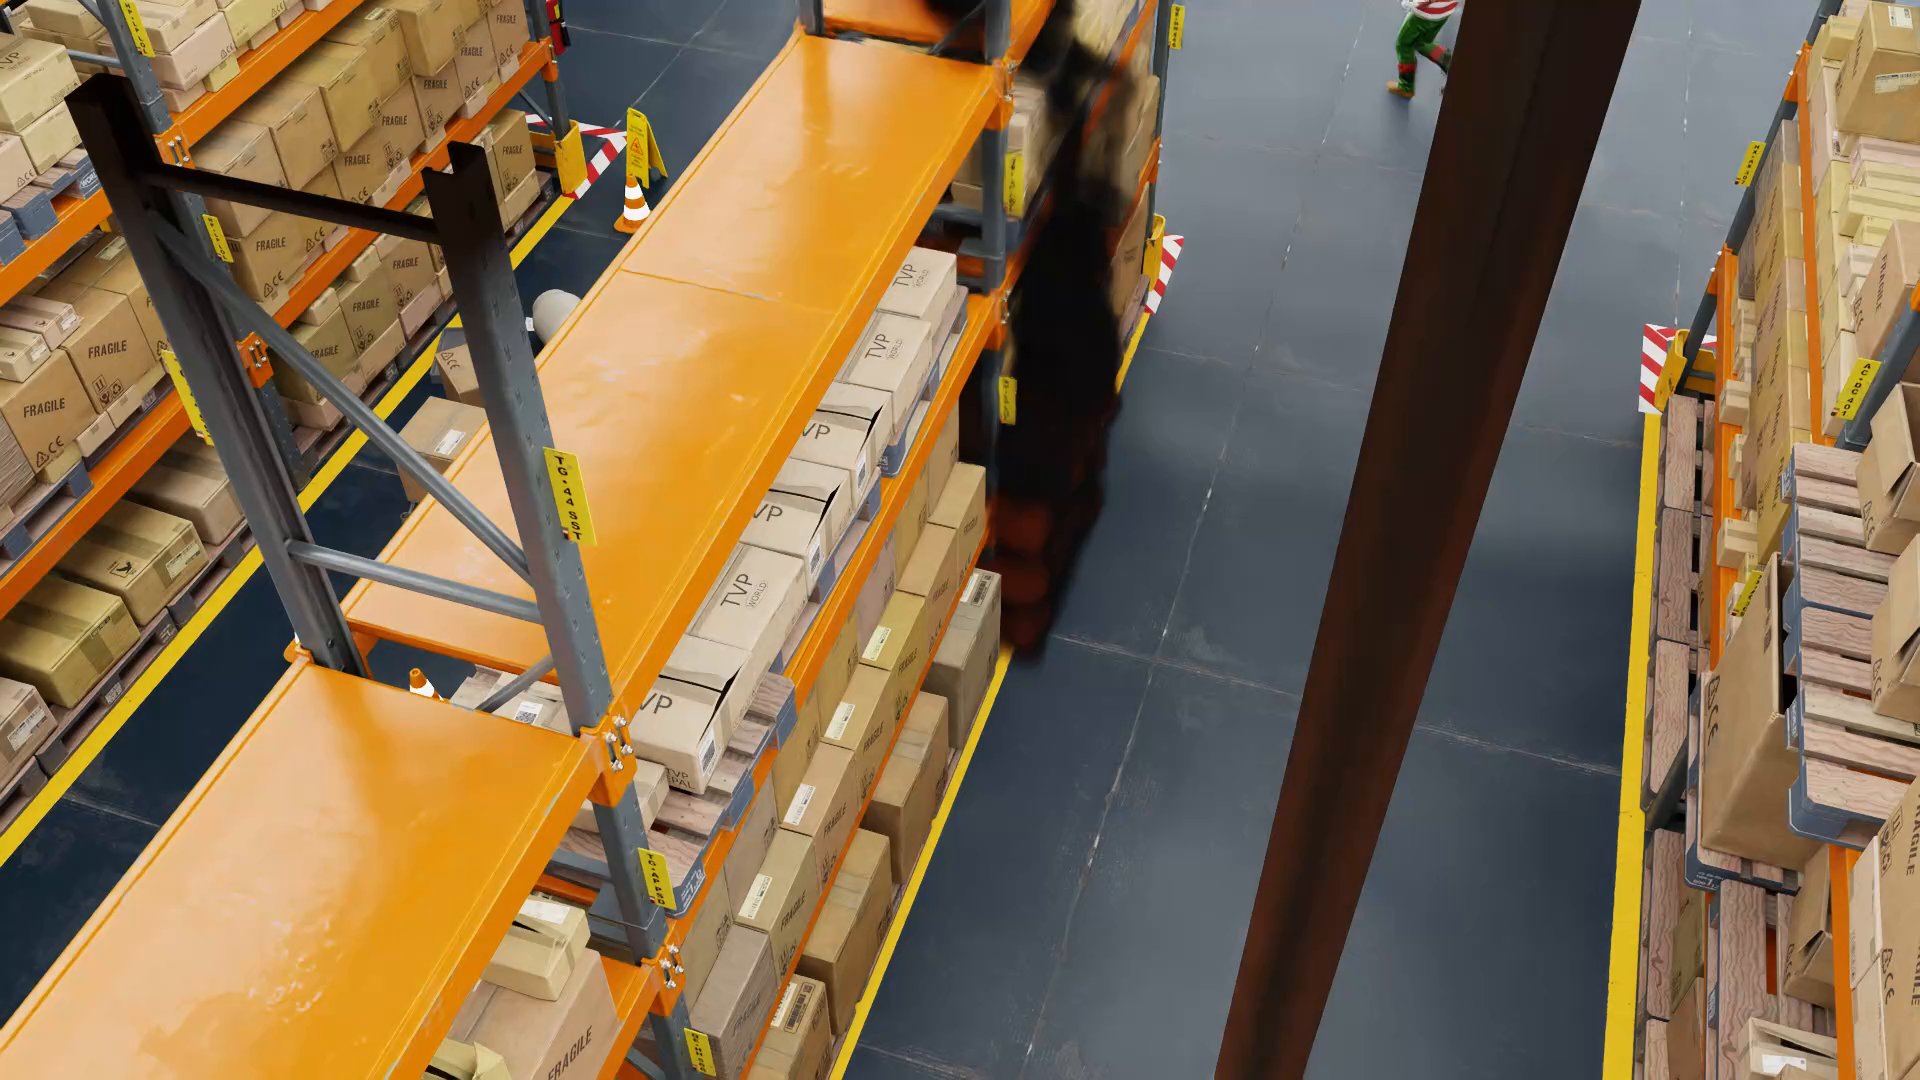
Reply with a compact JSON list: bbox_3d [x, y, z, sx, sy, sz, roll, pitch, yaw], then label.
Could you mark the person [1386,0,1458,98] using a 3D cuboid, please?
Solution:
[{"bbox_3d":[4.120,-4.555,14.376,0.643,1.759,0.744,-31,53,-27],"label":"person"}]
